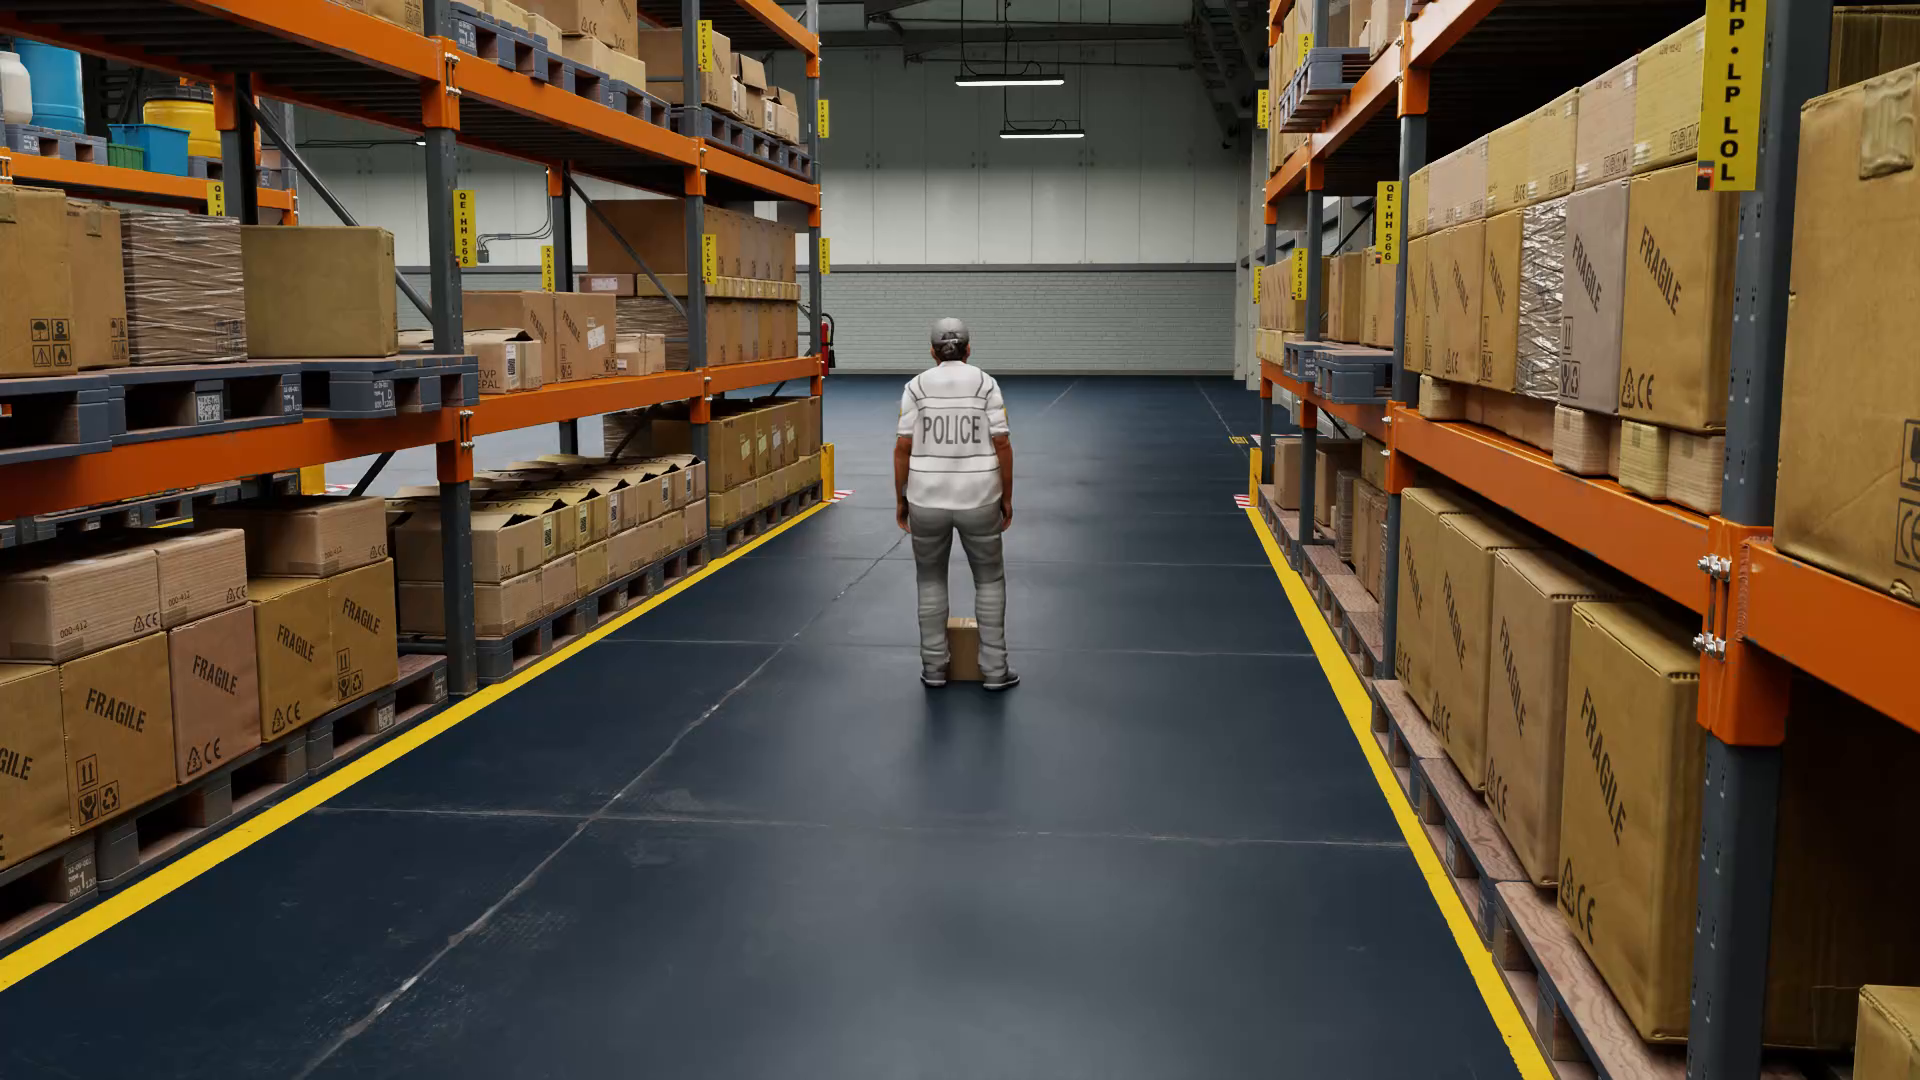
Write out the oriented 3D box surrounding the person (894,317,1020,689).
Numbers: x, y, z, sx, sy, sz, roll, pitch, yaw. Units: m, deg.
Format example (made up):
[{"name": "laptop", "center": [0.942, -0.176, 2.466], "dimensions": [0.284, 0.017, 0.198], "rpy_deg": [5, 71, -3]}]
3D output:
[{"name": "person", "center": [-0.011, -0.163, 7.476], "dimensions": [0.564, 1.667, 0.465], "rpy_deg": [0, 8, 3]}]
